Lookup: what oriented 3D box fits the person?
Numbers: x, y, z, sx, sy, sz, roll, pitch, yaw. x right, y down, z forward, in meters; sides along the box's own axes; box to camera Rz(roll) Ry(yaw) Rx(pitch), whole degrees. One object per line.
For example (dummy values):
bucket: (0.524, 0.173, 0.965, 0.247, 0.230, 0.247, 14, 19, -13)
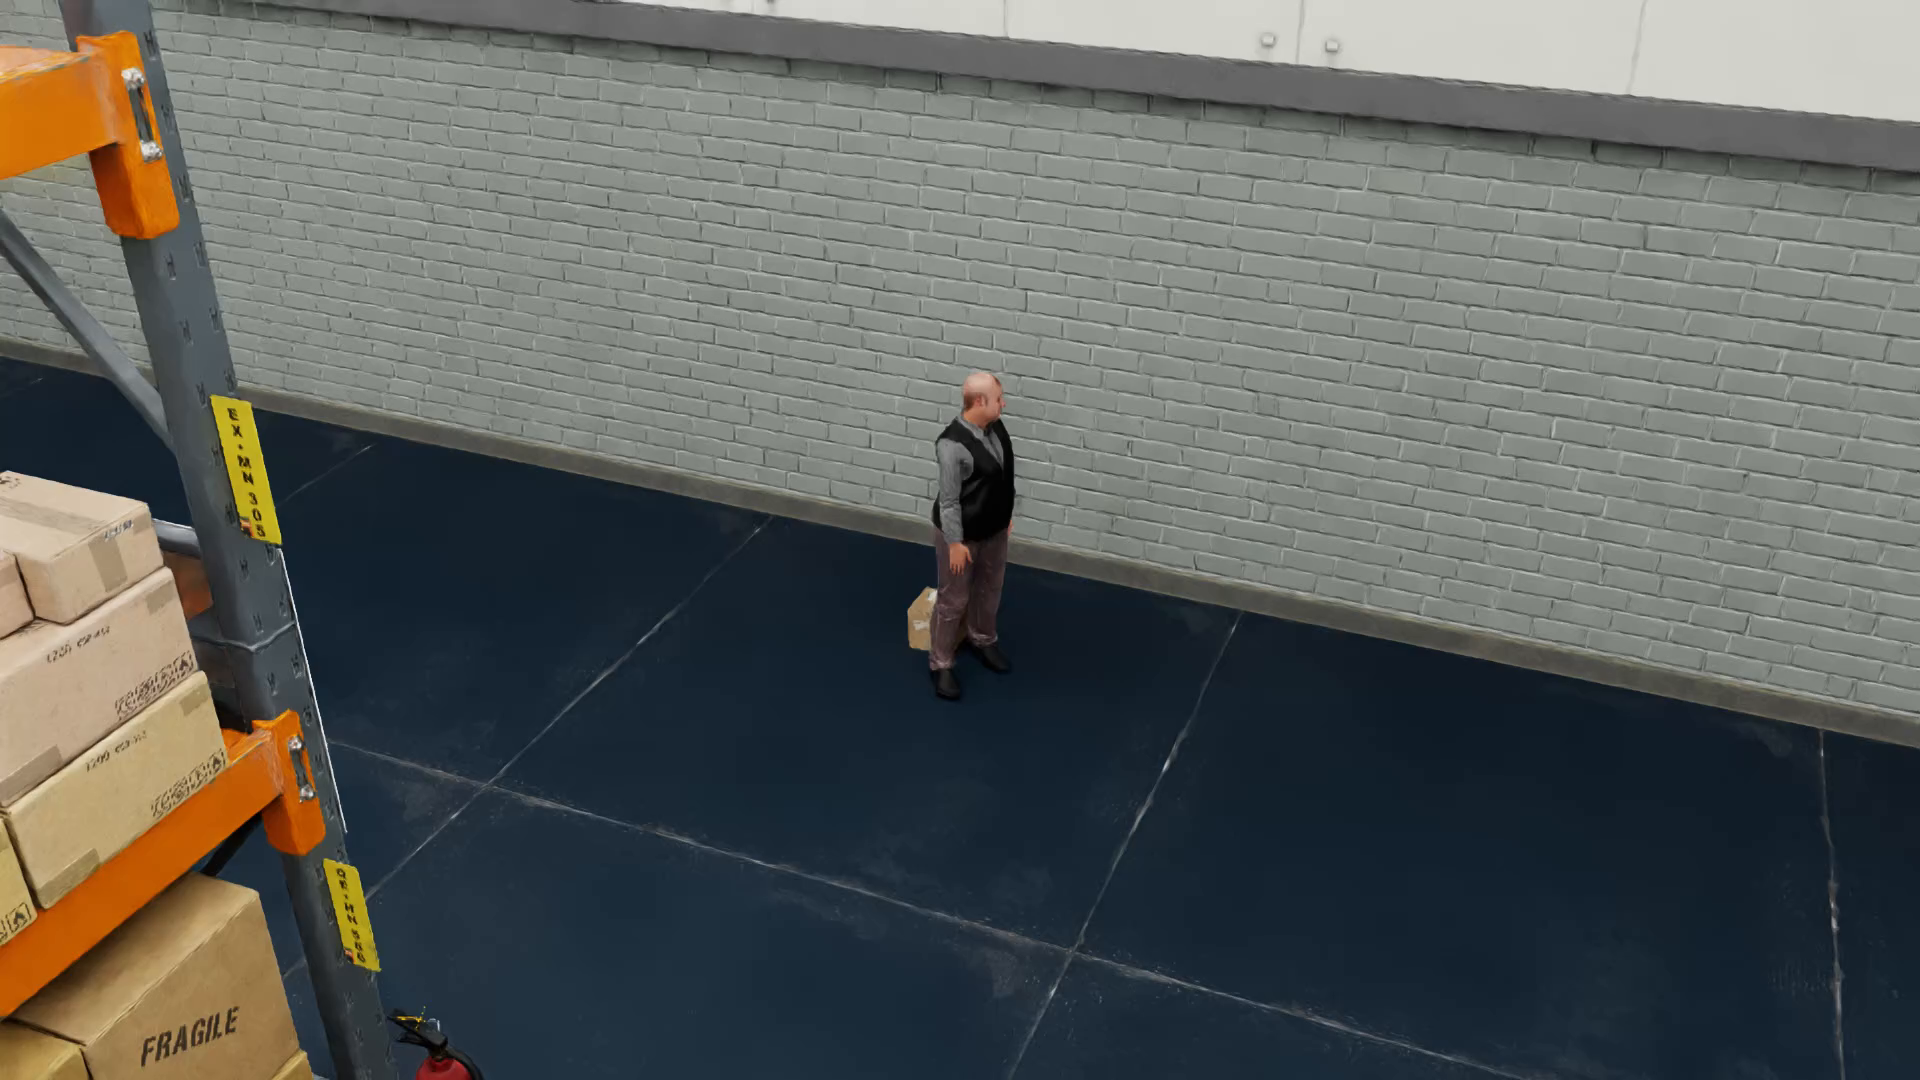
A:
person: (0.057, -0.047, 8.487, 0.365, 1.728, 0.594, 21, 36, 32)
